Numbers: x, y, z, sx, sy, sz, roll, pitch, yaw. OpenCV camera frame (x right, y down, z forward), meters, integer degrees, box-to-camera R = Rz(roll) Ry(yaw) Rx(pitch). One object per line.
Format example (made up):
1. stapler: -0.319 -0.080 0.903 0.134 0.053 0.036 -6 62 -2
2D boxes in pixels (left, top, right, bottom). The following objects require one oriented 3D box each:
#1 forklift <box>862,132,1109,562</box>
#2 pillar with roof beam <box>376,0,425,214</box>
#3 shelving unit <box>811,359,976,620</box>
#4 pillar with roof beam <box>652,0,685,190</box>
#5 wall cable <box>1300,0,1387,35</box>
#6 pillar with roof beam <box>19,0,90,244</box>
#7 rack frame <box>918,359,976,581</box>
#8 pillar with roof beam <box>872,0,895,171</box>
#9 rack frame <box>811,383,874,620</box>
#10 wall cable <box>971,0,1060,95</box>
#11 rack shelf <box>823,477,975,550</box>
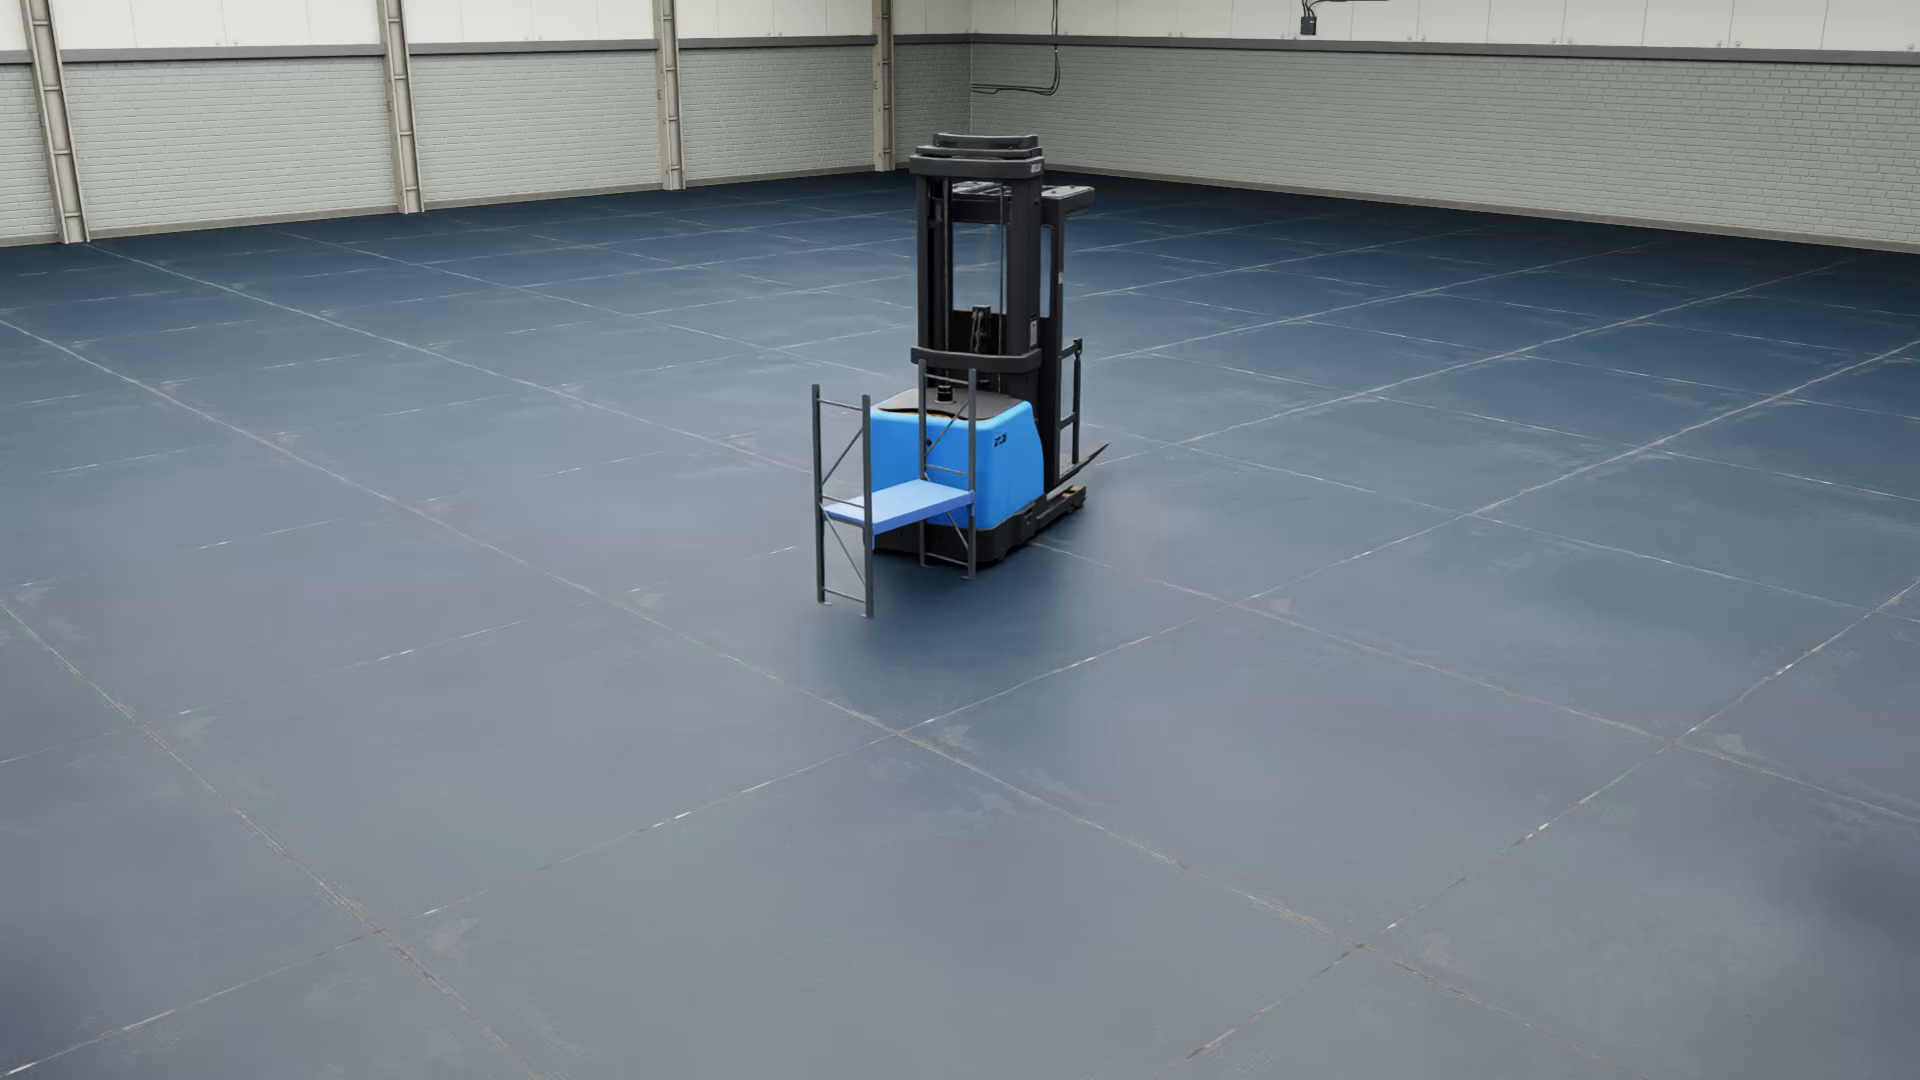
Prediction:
1. forklift: 0.355 -1.648 12.816 1.130 2.935 3.031 8 20 23
2. pillar with roof beam: -7.561 -9.603 27.511 0.400 9.000 9.100 -16 24 -41
3. shelving unit: -0.425 -0.362 11.170 0.538 1.500 1.048 15 23 39
4. pillar with roof beam: -3.202 -10.874 31.433 0.400 9.000 9.100 -16 24 -41
5. wall cable: 7.760 -12.925 32.244 0.169 6.003 2.305 -16 24 -41
6. pillar with roof beam: -11.921 -8.331 23.590 0.400 9.000 9.100 -16 24 -41
7. rack frame: -0.089 -0.480 11.533 0.500 1.500 0.032 15 23 39
8. pillar with roof beam: 1.158 -12.145 35.354 0.400 9.000 9.100 -16 24 -41
9. rack frame: -0.761 -0.245 10.808 0.500 1.500 0.032 15 23 39
10. wall cable: 1.249 -11.961 39.820 0.112 2.526 3.097 -16 24 -41
11. rack shelf: -0.425 -0.191 11.226 0.538 0.185 1.000 15 23 39
